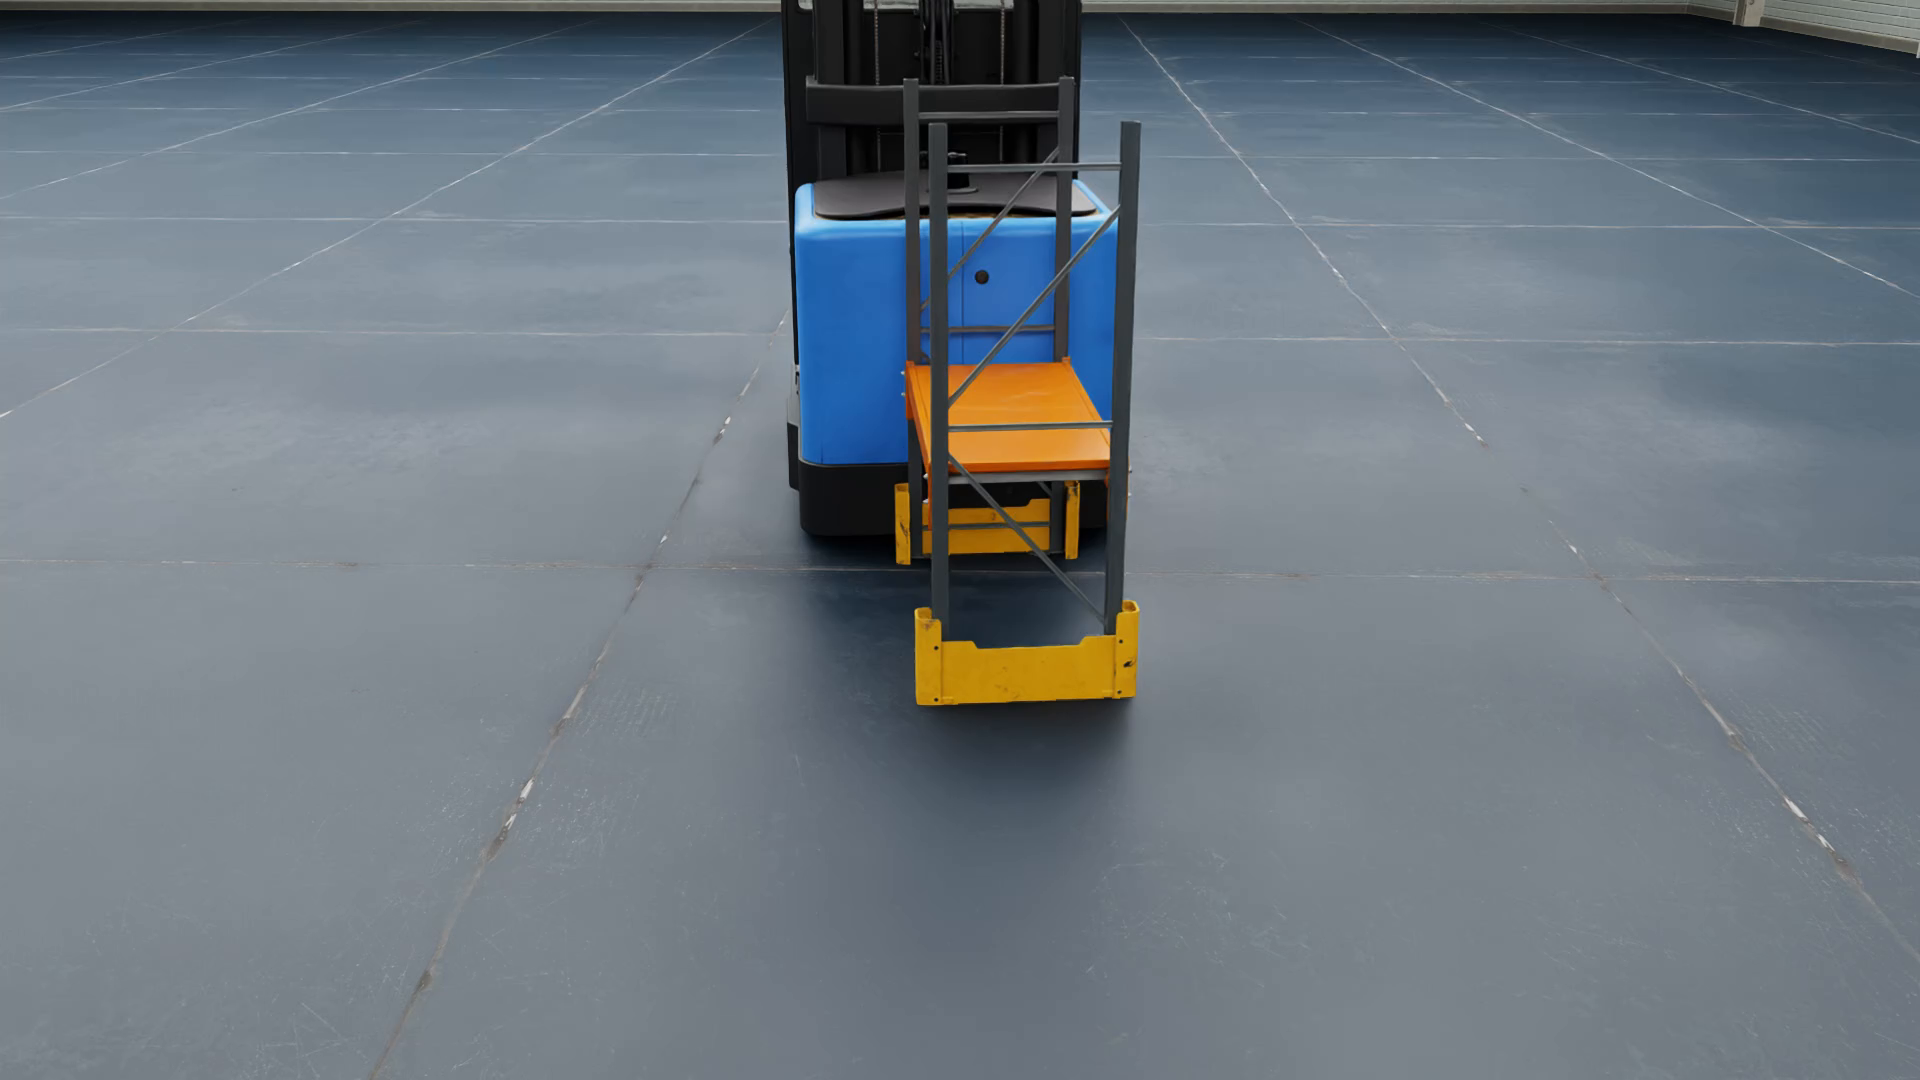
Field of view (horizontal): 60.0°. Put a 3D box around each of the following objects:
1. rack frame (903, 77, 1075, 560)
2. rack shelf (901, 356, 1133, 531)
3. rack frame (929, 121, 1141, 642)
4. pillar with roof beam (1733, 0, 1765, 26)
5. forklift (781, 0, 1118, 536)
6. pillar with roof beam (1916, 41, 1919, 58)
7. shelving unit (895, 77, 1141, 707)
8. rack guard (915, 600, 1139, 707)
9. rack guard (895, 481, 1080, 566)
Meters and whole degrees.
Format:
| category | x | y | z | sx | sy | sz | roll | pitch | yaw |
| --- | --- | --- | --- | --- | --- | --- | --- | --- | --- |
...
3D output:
| category | x | y | z | sx | sy | sz | roll | pitch | yaw |
| --- | --- | --- | --- | --- | --- | --- | --- | --- | --- |
| rack frame | 0.085 | -0.648 | 5.126 | 0.500 | 1.500 | 0.032 | -2 | 21 | -5 |
| rack shelf | 0.131 | -0.297 | 4.719 | 0.538 | 0.185 | 1.000 | -2 | 21 | -5 |
| rack frame | 0.177 | -0.282 | 4.182 | 0.500 | 1.500 | 0.032 | -2 | 21 | -5 |
| pillar with roof beam | 8.613 | -12.688 | 25.788 | 9.100 | 9.000 | 0.400 | 1 | 21 | 2 |
| forklift | -0.125 | -1.870 | 6.296 | 1.130 | 2.935 | 3.031 | -2 | 21 | -5 |
| pillar with roof beam | 8.430 | -10.518 | 20.197 | 9.100 | 9.000 | 0.400 | 1 | 21 | 2 |
| shelving unit | 0.132 | -0.462 | 4.646 | 0.587 | 1.500 | 1.083 | -2 | 21 | -5 |
| rack guard | 0.177 | 0.300 | 4.409 | 0.587 | 0.250 | 0.087 | -2 | 21 | -5 |
| rack guard | 0.087 | -0.059 | 5.334 | 0.587 | 0.250 | 0.087 | -2 | 21 | -5 |
